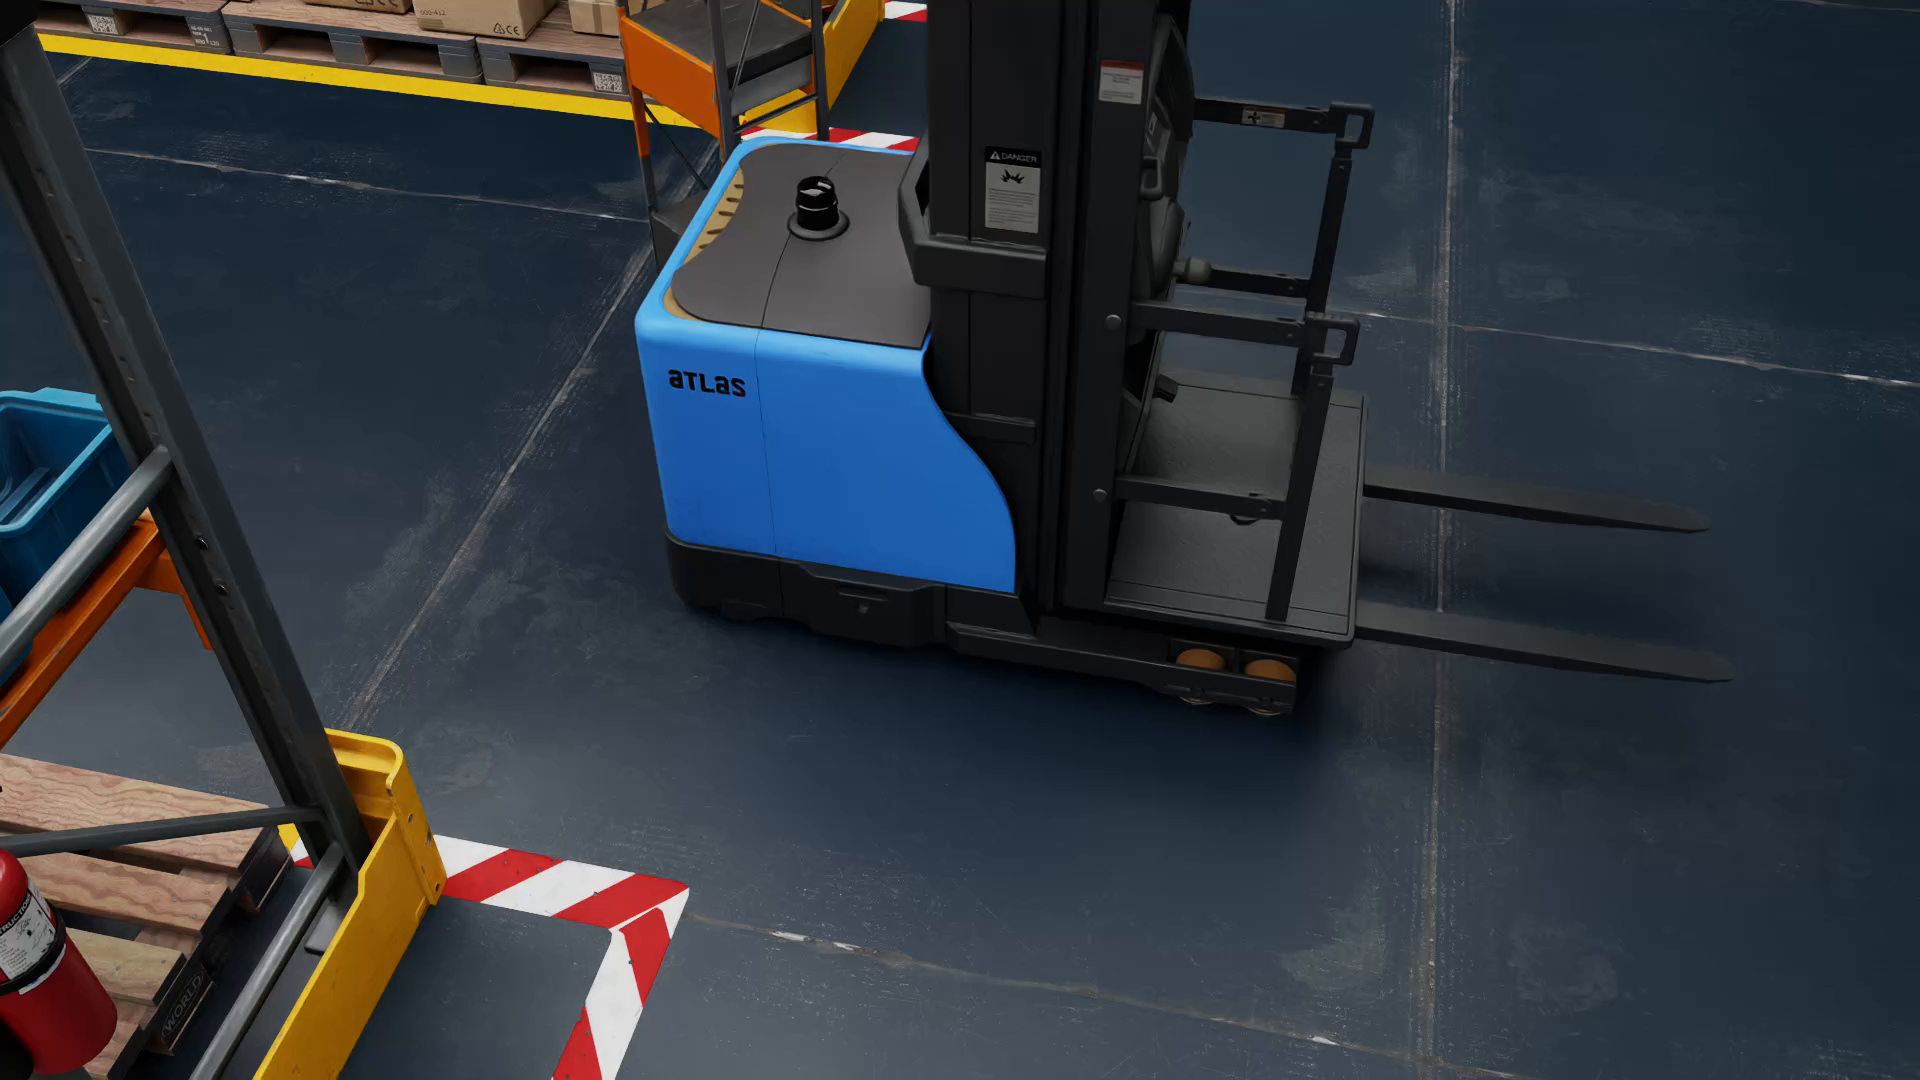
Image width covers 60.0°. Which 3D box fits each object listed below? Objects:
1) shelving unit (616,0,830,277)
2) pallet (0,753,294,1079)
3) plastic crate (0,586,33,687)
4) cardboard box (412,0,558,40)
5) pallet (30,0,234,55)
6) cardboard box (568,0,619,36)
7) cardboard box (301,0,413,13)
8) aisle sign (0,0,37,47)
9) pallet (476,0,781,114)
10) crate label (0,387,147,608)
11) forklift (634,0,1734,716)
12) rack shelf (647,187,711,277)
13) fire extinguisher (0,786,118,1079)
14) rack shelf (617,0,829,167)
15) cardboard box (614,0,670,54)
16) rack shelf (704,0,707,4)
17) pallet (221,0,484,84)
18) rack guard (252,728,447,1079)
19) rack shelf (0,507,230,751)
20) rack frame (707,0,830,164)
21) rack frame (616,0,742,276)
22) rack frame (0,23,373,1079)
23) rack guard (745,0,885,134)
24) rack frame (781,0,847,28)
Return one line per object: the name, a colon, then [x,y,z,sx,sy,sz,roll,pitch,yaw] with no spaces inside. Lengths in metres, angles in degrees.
shelving unit: [-0.732,-1.424,5.215,0.431,2.100,0.503,-33,53,-30]
pallet: [-2.440,1.003,4.056,1.213,0.211,1.003,9,45,9]
plastic crate: [-2.012,0.191,2.820,0.499,0.435,0.616,9,45,9]
cardboard box: [-2.064,-2.450,7.298,0.500,0.250,0.500,9,45,9]
pallet: [-3.792,-2.699,7.902,1.213,0.211,1.003,9,45,9]
cardboard box: [-1.519,-2.378,7.283,0.250,0.166,0.380,9,45,9]
cardboard box: [-2.628,-2.786,7.464,0.637,0.503,0.797,9,45,9]
aisle sign: [-1.509,-0.977,2.228,0.004,0.787,0.394,9,45,9]
pallet: [-1.411,-2.329,7.518,1.213,0.211,1.003,9,45,9]
crate label: [-1.813,-0.072,3.239,0.303,0.233,0.416,9,45,9]
forklift: [0.702,-0.963,4.136,3.031,2.935,1.130,9,45,9]
rack shelf: [-0.732,-0.910,5.710,0.431,0.518,0.480,-33,53,-30]
fire extinguisher: [-1.596,0.642,2.745,0.183,0.674,0.296,9,45,9]
rack shelf: [-0.732,-1.414,5.225,0.431,0.518,0.480,-33,53,-30]
cardboard box: [-1.143,-2.376,7.041,0.500,0.500,0.500,9,45,9]
rack shelf: [-0.732,-1.918,4.739,0.431,0.518,0.480,-33,53,-30]
pallet: [-2.598,-2.515,7.711,1.213,0.211,1.003,9,45,9]
rack guard: [-1.618,1.045,3.804,0.348,0.500,1.175,9,45,9]
rack shelf: [-3.596,0.106,3.496,4.000,0.370,1.077,9,45,9]
rack frame: [-0.565,-1.301,5.087,0.400,2.100,0.015,-33,53,-30]
rack frame: [-0.899,-1.547,5.343,0.400,2.100,0.015,-33,53,-30]
rack frame: [-1.644,0.149,2.932,0.127,3.000,1.000,9,45,9]
rack guard: [-0.633,-2.313,7.293,0.348,0.500,1.175,9,45,9]
rack frame: [-0.559,-3.202,6.414,0.127,3.000,1.000,9,45,9]
